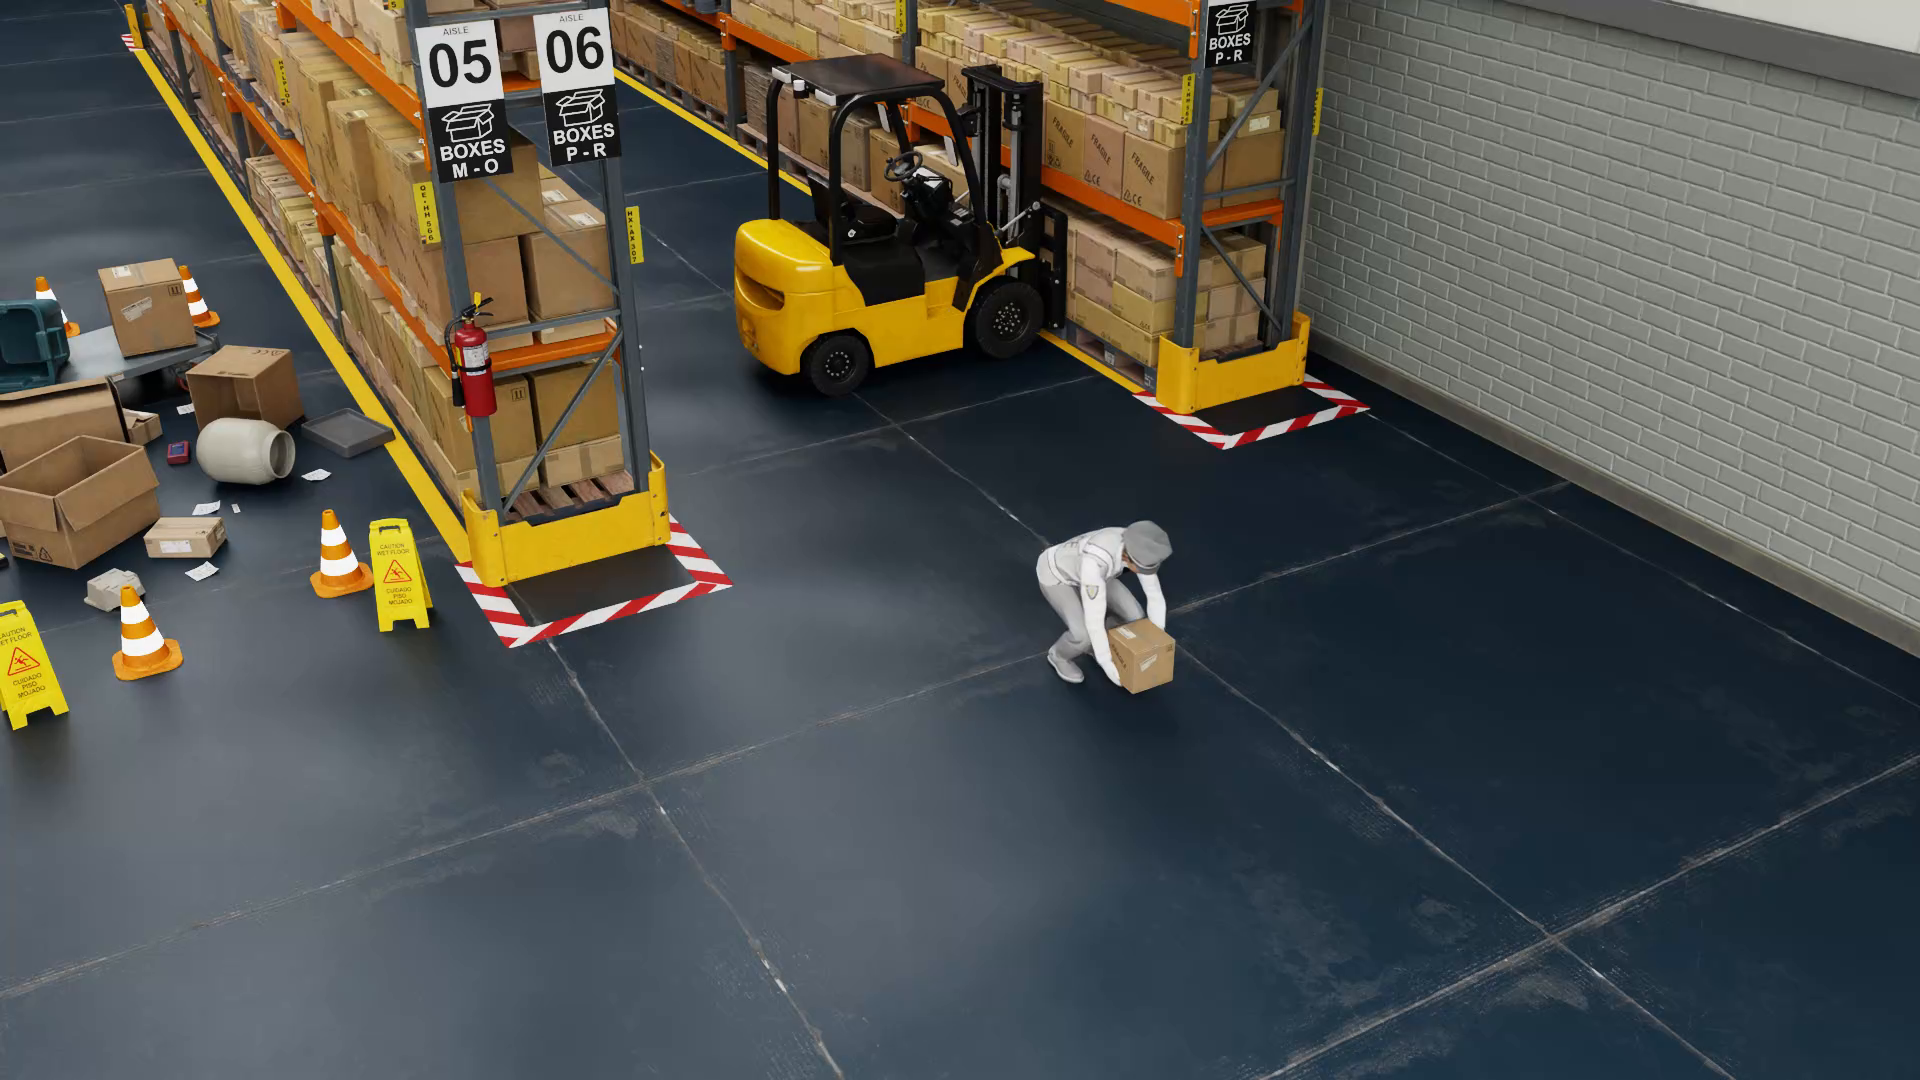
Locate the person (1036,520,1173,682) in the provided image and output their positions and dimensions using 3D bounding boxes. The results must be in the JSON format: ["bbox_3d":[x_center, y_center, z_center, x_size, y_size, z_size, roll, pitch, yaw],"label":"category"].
[{"bbox_3d":[0.763,0.277,8.727,0.494,1.019,0.820,-16,33,-26],"label":"person"}]
